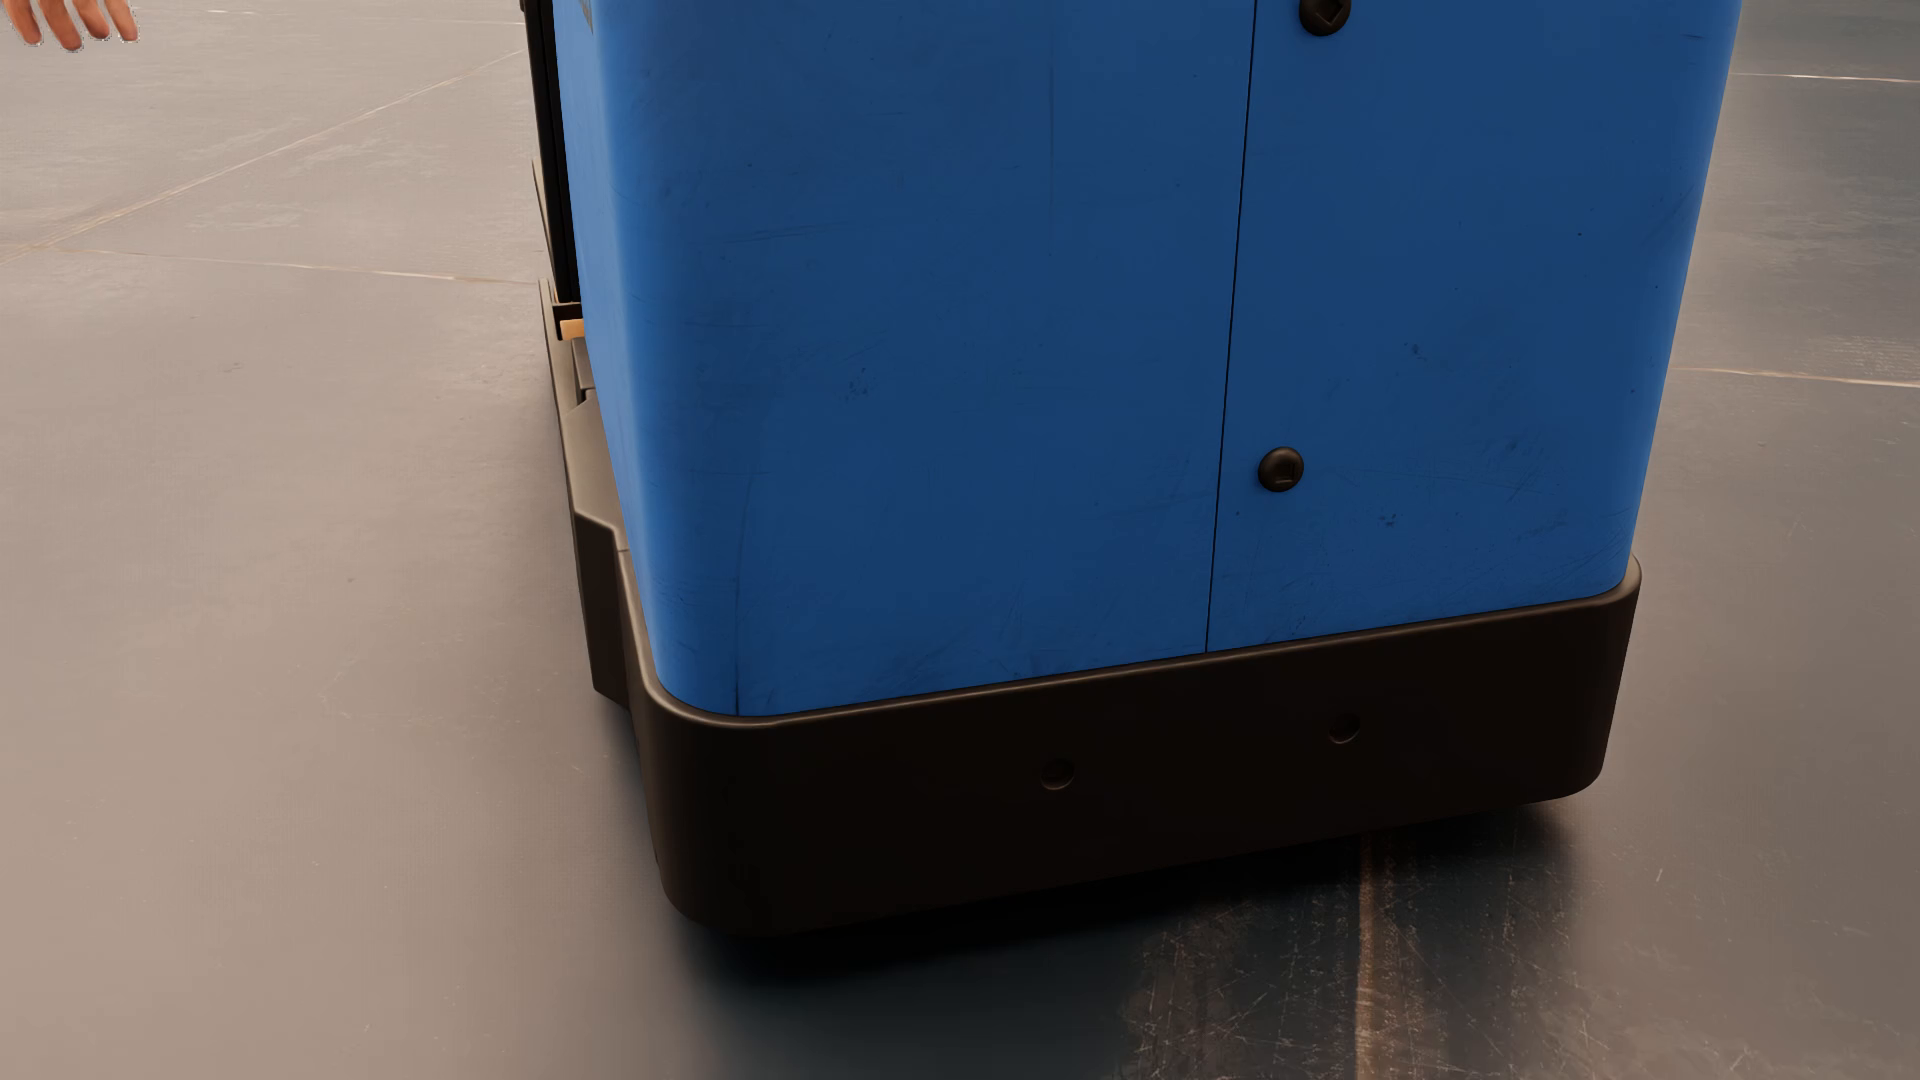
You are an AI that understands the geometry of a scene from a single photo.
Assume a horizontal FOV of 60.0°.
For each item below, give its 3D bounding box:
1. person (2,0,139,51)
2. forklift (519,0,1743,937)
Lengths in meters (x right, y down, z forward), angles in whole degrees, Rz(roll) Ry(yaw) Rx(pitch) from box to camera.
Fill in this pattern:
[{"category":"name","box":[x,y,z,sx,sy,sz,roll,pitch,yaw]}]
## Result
[{"category":"person","box":[-1.006,-0.118,1.022,0.896,1.535,1.065,13,30,24]},{"category":"forklift","box":[-0.161,-1.574,2.366,1.130,2.935,3.031,-7,28,-14]}]
